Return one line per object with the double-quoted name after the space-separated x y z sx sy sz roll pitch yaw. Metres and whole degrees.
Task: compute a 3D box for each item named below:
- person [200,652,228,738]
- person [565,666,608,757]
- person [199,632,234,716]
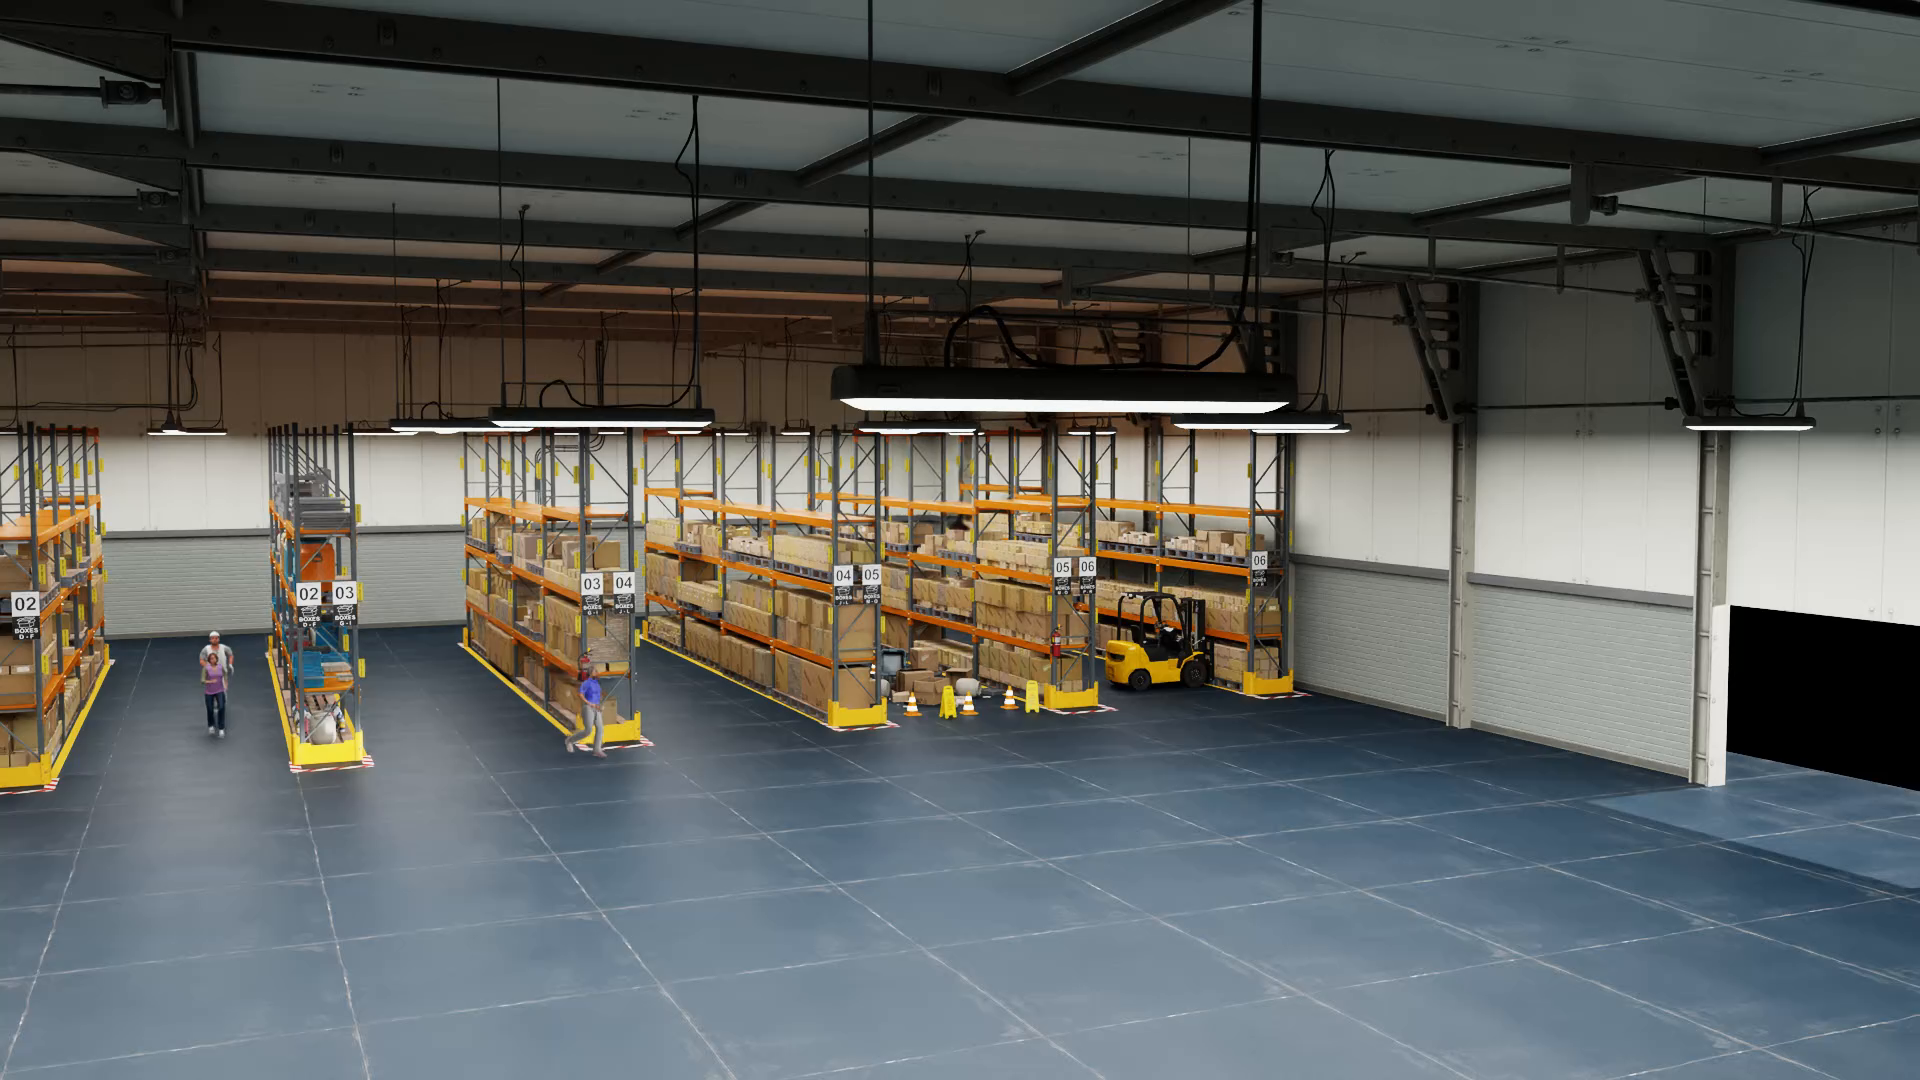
-14.287 2.971 31.885 0.504 1.638 0.711 -2 4 -30 "person"
-6.652 3.082 30.015 0.837 1.609 0.643 1 4 18 "person"
-15.198 2.747 33.997 0.640 1.750 0.661 -1 4 -21 "person"
